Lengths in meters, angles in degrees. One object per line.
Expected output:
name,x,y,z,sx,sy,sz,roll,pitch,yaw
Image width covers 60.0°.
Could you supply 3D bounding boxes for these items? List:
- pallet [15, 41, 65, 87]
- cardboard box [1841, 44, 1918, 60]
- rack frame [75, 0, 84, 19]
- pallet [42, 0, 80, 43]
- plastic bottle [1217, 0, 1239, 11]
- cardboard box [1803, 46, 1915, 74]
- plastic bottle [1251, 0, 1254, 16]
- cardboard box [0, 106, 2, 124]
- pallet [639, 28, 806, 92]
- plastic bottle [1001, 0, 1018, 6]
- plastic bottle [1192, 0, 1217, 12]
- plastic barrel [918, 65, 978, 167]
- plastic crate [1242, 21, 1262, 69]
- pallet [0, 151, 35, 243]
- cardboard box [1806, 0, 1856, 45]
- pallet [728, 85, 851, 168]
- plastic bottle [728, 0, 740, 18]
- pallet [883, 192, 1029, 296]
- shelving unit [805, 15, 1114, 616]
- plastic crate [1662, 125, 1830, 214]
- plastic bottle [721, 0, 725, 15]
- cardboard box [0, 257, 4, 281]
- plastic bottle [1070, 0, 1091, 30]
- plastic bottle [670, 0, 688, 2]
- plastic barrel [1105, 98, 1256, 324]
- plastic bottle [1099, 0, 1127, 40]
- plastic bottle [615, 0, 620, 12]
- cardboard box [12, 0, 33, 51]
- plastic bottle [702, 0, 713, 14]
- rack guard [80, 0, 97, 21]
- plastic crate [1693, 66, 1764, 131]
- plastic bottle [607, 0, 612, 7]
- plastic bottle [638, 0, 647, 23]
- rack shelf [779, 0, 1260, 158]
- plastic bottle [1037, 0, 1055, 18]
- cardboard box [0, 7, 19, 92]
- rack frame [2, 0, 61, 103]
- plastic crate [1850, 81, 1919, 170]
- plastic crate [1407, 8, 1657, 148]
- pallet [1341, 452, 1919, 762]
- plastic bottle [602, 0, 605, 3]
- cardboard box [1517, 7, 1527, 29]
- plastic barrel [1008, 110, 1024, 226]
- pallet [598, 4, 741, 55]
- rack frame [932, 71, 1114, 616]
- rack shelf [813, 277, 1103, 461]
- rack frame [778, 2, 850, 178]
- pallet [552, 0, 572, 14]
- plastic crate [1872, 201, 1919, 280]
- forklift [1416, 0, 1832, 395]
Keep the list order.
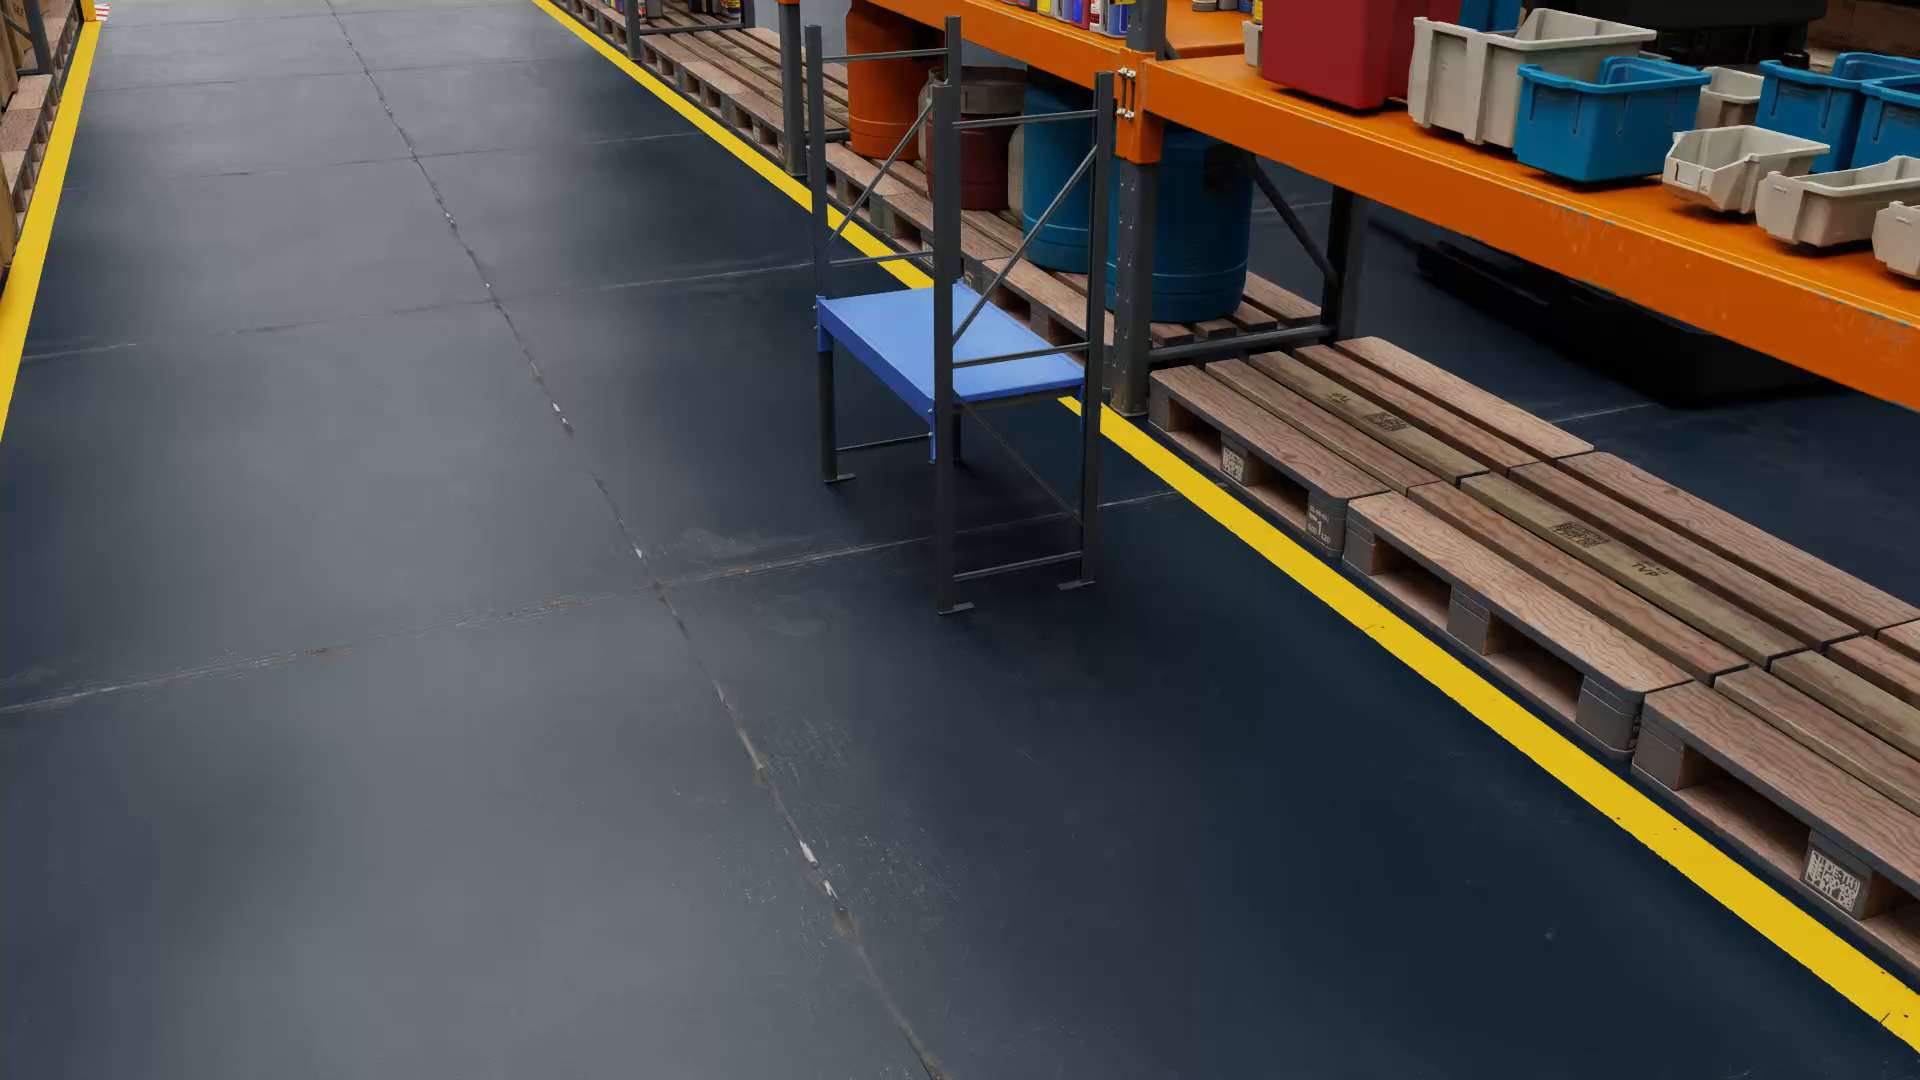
pallet,-6.938,-3.294,11.756,1.003,0.211,1.213,-11,28,-21
cardboard box,5.234,-2.481,9.261,0.500,0.500,0.500,-10,28,-20
rack frame,-8.209,-5.897,13.909,1.000,3.000,0.127,-11,28,-21
pallet,-7.894,-4.279,13.774,1.003,0.211,1.213,-11,28,-21
plastic bottle,1.073,-2.248,6.576,0.152,0.276,0.135,-11,28,-21
cardboard box,4.768,-2.381,9.055,0.500,0.500,0.500,-10,28,-20
plastic bottle,1.182,-2.133,6.426,0.097,0.201,0.097,0,26,0
cardboard box,-6.033,-2.683,9.675,0.700,0.500,0.500,-13,29,-25
pallet,-1.742,-3.570,12.321,1.003,0.211,1.213,-11,28,-21
plastic bottle,0.255,-2.302,6.688,0.152,0.276,0.135,-11,28,-21
plastic bottle,0.966,-2.185,6.533,0.097,0.201,0.097,0,26,0
plastic barrel,-0.008,-2.182,8.657,0.421,0.512,0.421,0,26,0
plastic crate,1.098,-1.600,5.339,0.396,0.136,0.243,-11,28,-21
pallet,-5.381,-1.730,8.553,1.003,0.211,1.213,-11,28,-21
cardboard box,5.053,-3.008,9.484,0.500,0.250,0.500,-11,28,-22
pallet,-0.787,-2.585,10.303,1.003,0.211,1.213,-11,28,-21
plastic bottle,-1.807,-4.309,13.264,0.097,0.271,0.097,0,26,0
pallet,0.302,-1.462,8.005,1.003,0.211,1.213,-11,28,-21
shelving unit,-0.033,-0.708,4.991,0.538,1.500,1.048,-11,28,-21
plastic crate,1.763,-0.839,3.782,0.298,0.136,0.250,-11,28,-21
plastic bottle,-1.887,-4.359,13.448,0.097,0.201,0.097,0,26,0
cardboard box,-4.483,-1.258,6.351,1.225,0.875,0.875,-10,28,-20
plastic bottle,0.463,-2.040,6.143,0.061,0.283,0.133,-11,28,-21
plastic bottle,-2.387,-4.716,14.094,0.152,0.276,0.135,-11,28,-21
plastic barrel,0.850,-1.372,6.554,0.600,0.901,0.708,-11,28,-21
plastic bottle,0.596,-1.951,5.969,0.152,0.276,0.135,-11,28,-21
plastic bottle,-2.780,-4.457,13.554,0.061,0.283,0.133,-9,27,-17
cardboard box,-6.994,-3.746,11.874,0.500,0.500,0.500,-2,26,-4
plastic bottle,-2.056,-4.421,13.481,0.061,0.283,0.133,-11,28,-21
rack guard,-8.180,-4.743,14.395,1.175,0.500,0.348,-11,28,-21
plastic crate,2.006,-1.161,4.441,0.293,0.136,0.466,-11,28,-21
plastic bottle,-2.864,-4.592,13.838,0.152,0.276,0.135,-10,28,-20
plastic bottle,-2.514,-4.166,13.052,0.097,0.201,0.097,0,26,0
rack shelf,0.264,-2.388,7.541,1.077,0.370,4.000,-11,28,-21
plastic bottle,0.386,-2.196,6.386,0.144,0.351,0.185,-11,28,-21
cardboard box,-6.422,-3.105,10.538,0.700,0.500,0.500,-13,29,-25
rack frame,-6.643,-4.282,10.602,1.000,3.000,0.127,-11,28,-21
plastic crate,2.305,-0.928,3.855,0.416,0.233,0.300,-11,28,-21
plastic crate,1.476,-1.229,4.415,0.437,0.282,0.530,-11,28,-21
pallet,1.853,0.133,4.737,1.003,0.211,1.213,-11,28,-21
plastic bottle,-2.976,-4.674,14.012,0.097,0.271,0.097,0,26,0
cardboard box,3.956,-3.209,10.752,0.500,0.500,0.500,-9,28,-18
plastic barrel,0.434,-1.726,7.723,0.421,0.512,0.421,0,26,0
pallet,-2.310,-4.158,13.526,1.003,0.211,1.213,-11,28,-21
rack frame,0.166,-0.503,4.571,0.500,1.500,0.032,-11,28,-21
rack shelf,-0.033,-0.547,5.070,0.538,0.185,1.000,-11,28,-21
rack frame,-0.519,-3.518,9.037,1.000,3.000,0.127,-11,28,-21
pallet,-3.266,-5.143,15.544,1.003,0.211,1.213,-11,28,-21
plastic crate,2.028,-0.615,3.322,0.396,0.136,0.243,-11,28,-21
forklift,2.769,-2.480,6.990,1.130,2.935,3.031,-7,27,-15
